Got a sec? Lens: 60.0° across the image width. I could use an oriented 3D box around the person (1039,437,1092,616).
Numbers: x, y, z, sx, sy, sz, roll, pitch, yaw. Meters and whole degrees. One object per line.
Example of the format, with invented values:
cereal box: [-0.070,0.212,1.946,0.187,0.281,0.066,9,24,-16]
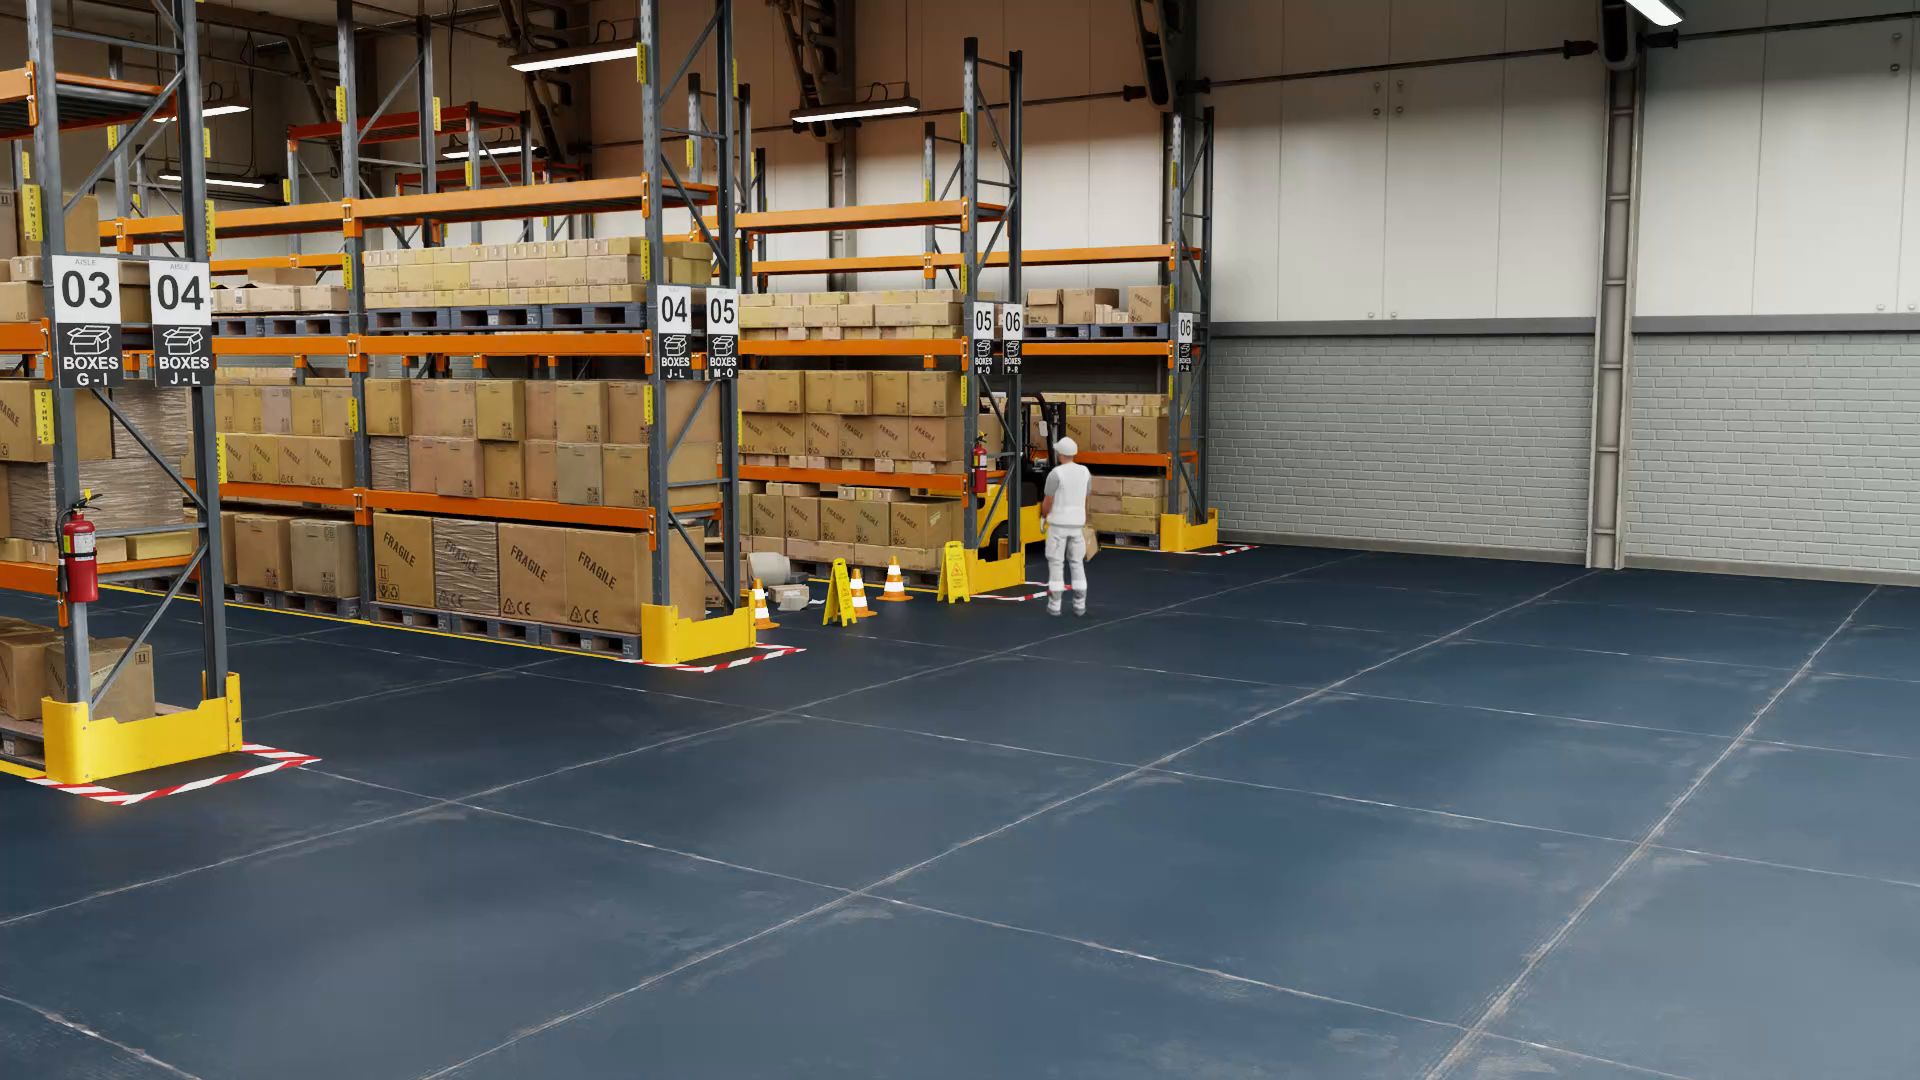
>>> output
person: [1.059,-0.142,16.734,0.580,1.799,0.458,-3,7,-29]
